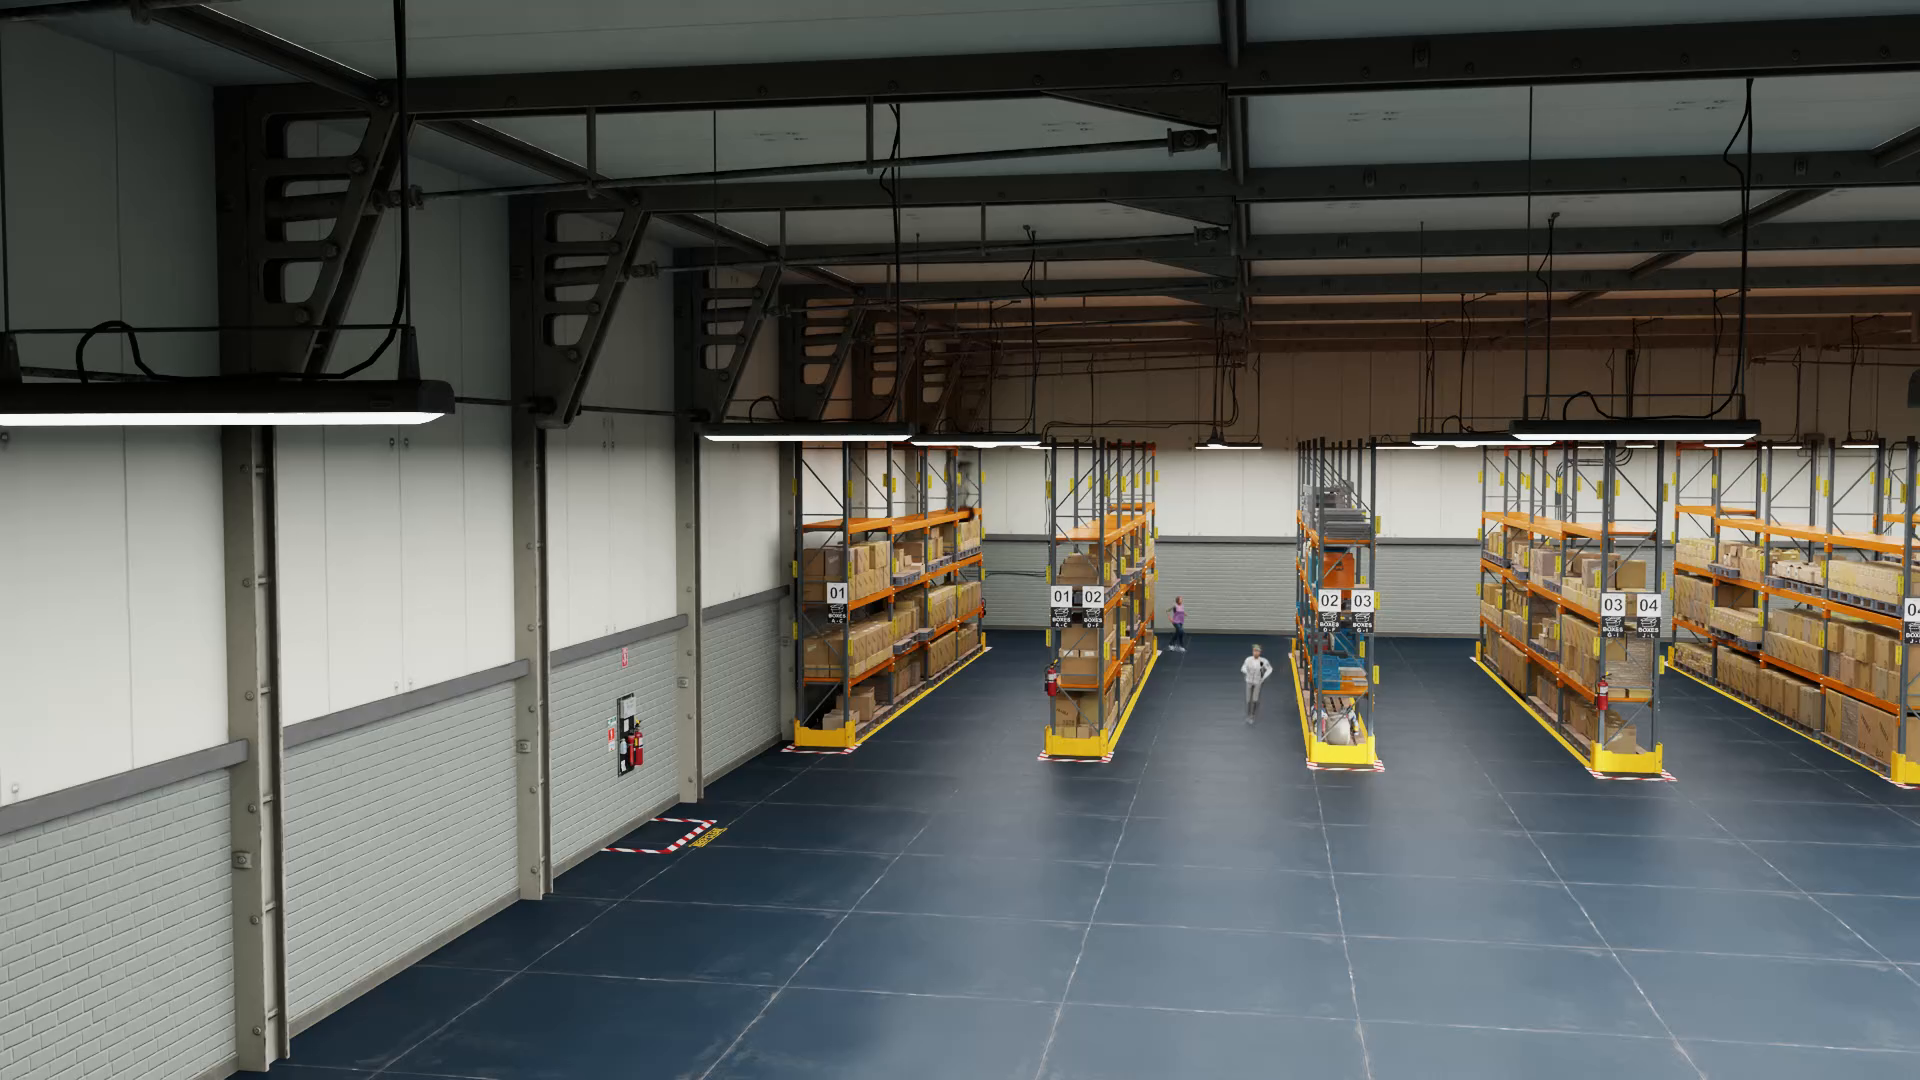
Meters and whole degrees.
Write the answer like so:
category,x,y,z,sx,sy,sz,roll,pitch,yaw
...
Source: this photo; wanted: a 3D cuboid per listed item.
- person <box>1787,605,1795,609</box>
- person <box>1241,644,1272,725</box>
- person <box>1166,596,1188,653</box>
category,x,y,z,sx,sy,sz,roll,pitch,yaw
person,21.376,2.584,42.753,0.630,1.811,0.827,0,3,-1
person,6.212,3.043,34.986,0.615,1.717,0.677,1,3,24
person,6.229,2.397,47.618,0.536,1.592,0.794,-2,4,-38
